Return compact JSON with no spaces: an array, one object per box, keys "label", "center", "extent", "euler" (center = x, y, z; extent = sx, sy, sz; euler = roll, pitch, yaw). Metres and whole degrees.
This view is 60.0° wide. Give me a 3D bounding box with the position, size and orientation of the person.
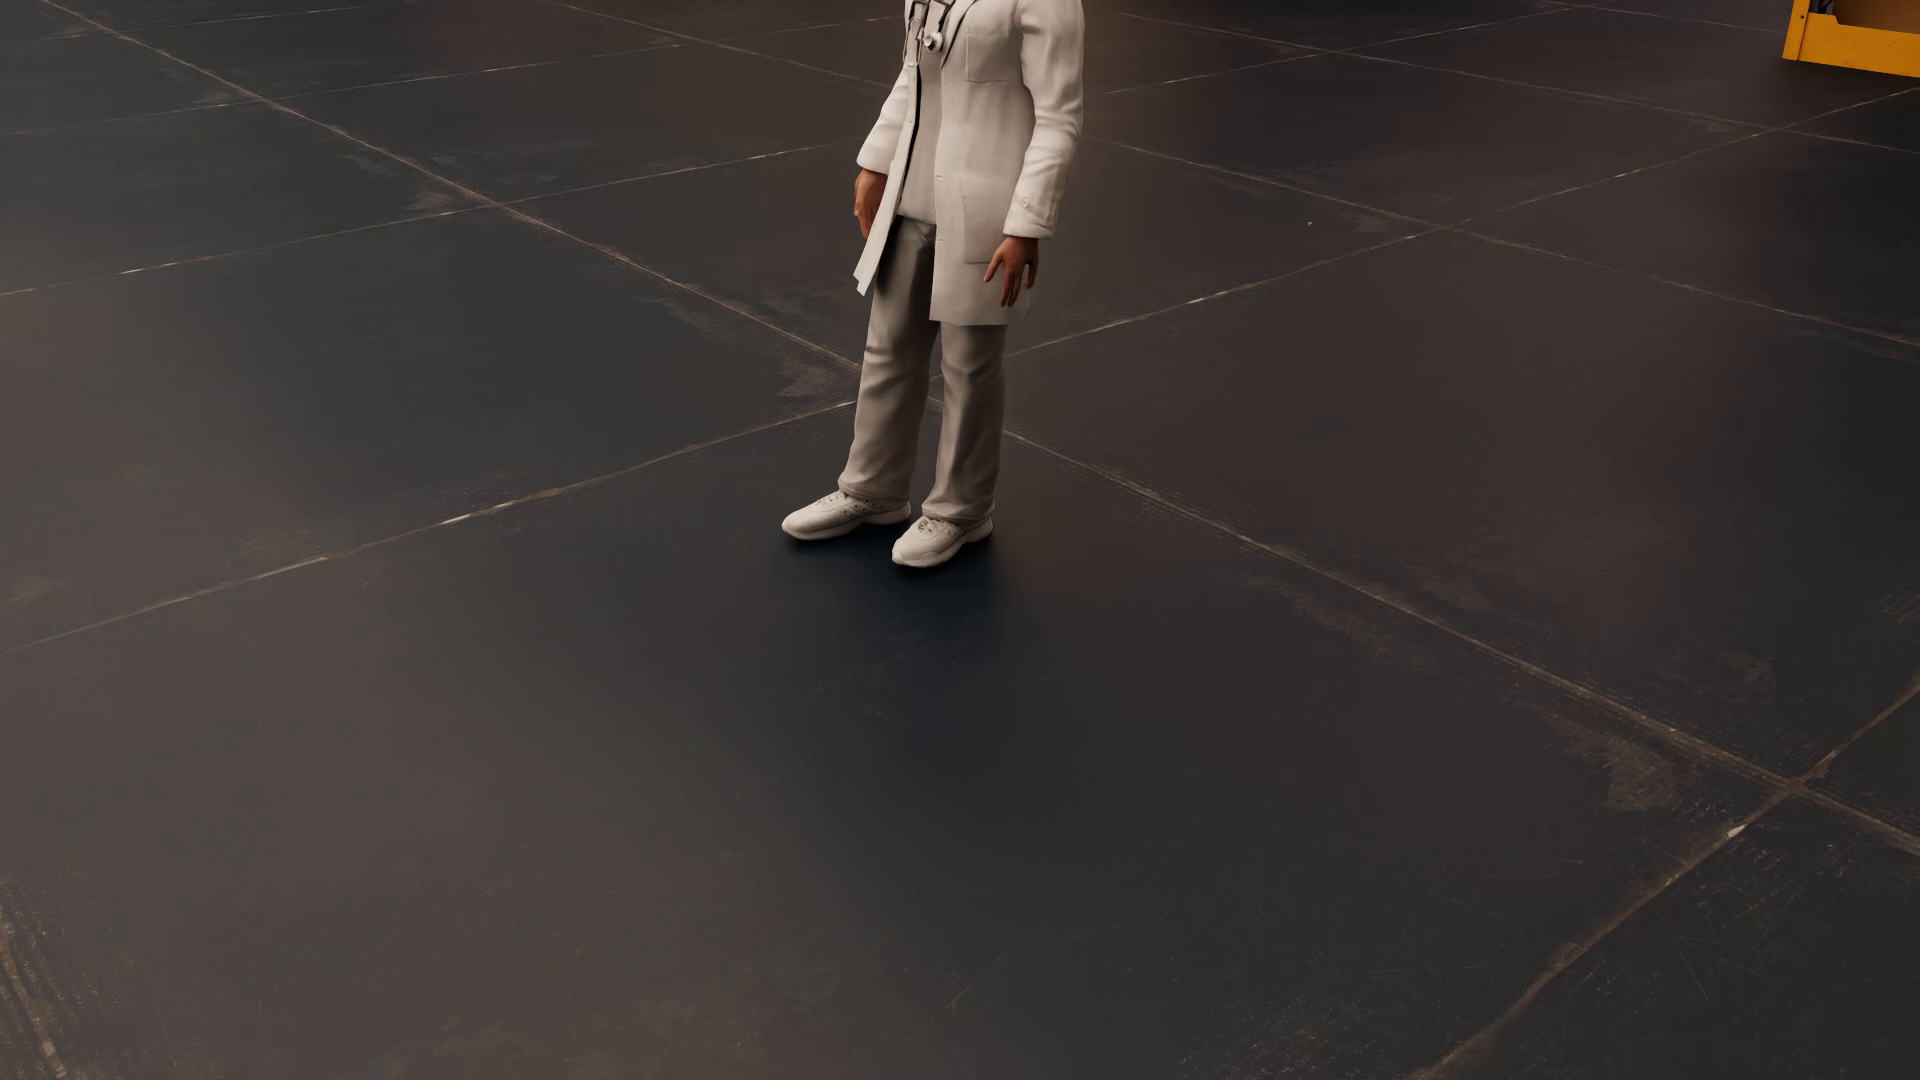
[{"label":"person","center":[-0.072,-0.773,4.057],"extent":[0.581,1.763,0.696],"euler":[-20,33,-35]}]
